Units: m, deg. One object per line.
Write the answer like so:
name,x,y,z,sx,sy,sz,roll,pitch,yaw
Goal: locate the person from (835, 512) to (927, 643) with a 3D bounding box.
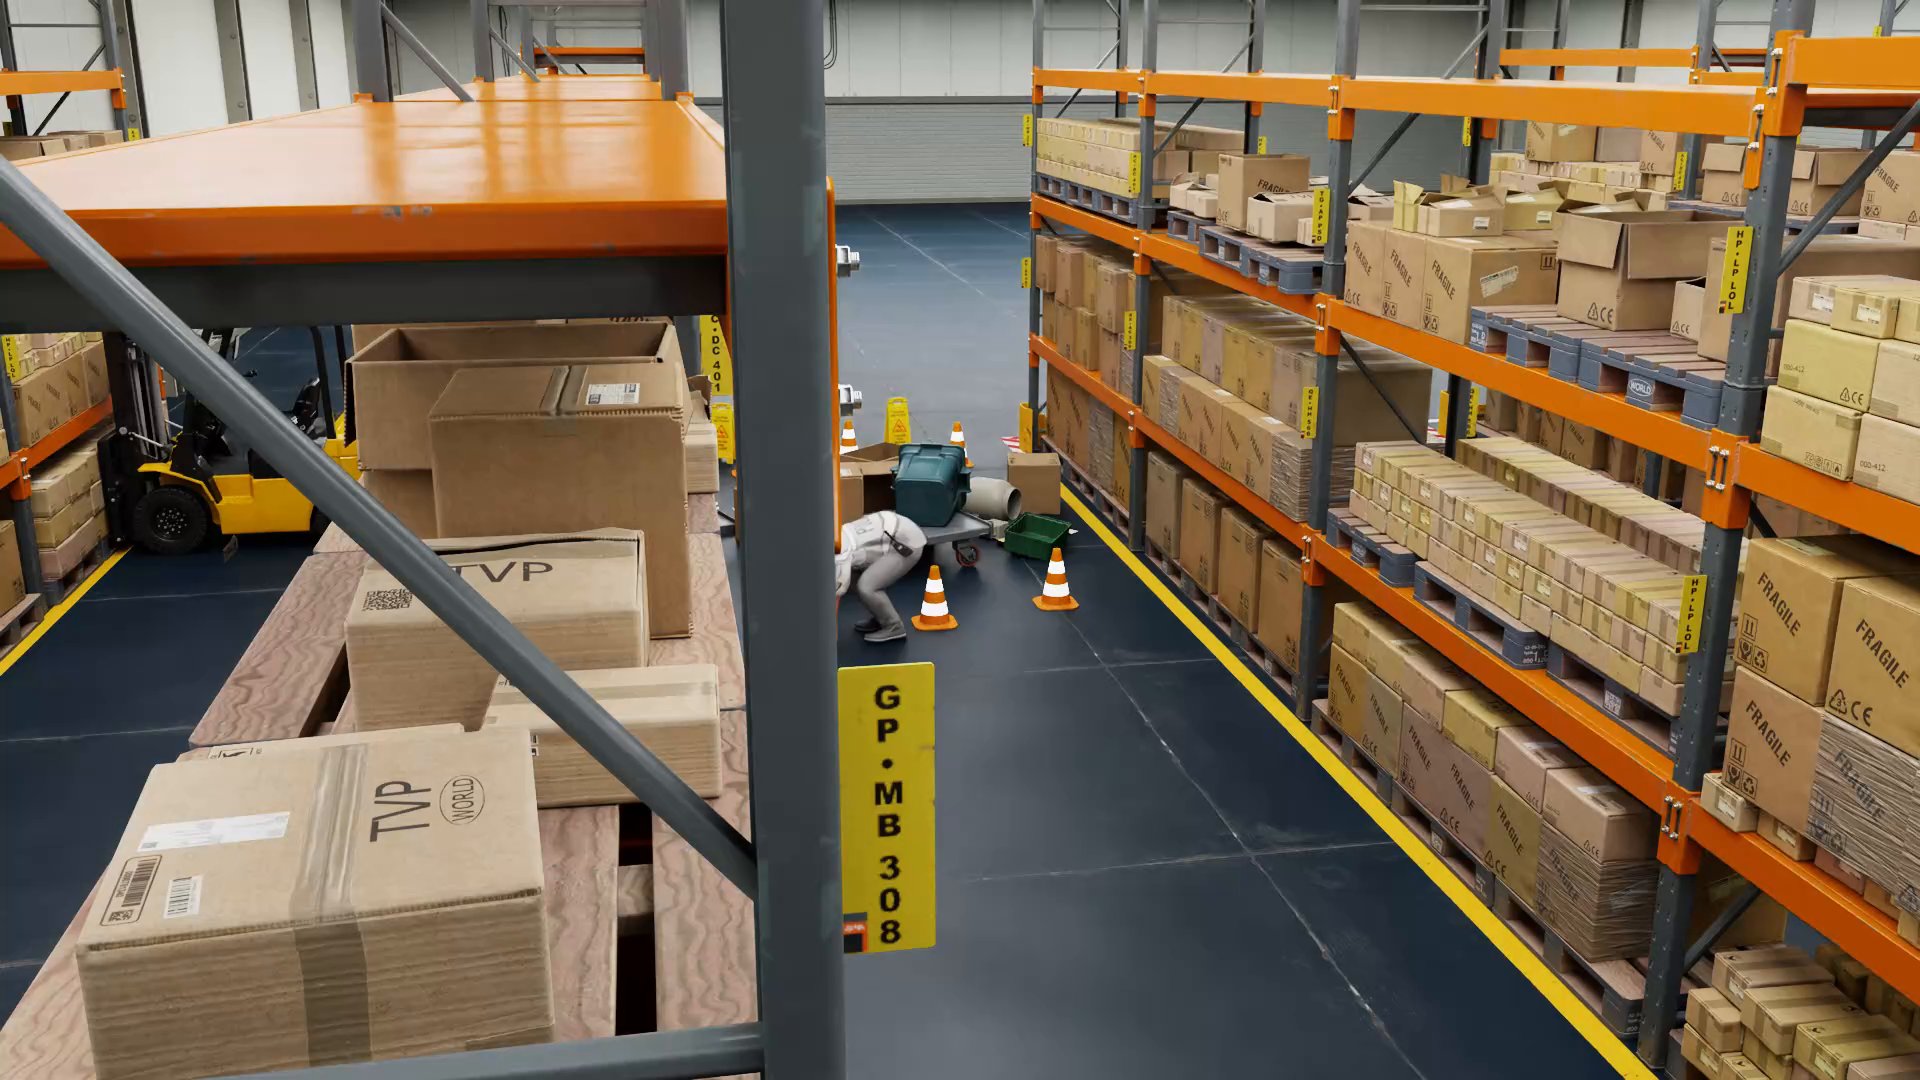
person,-0.764,0.281,12.514,1.022,0.939,0.534,-4,17,-13
